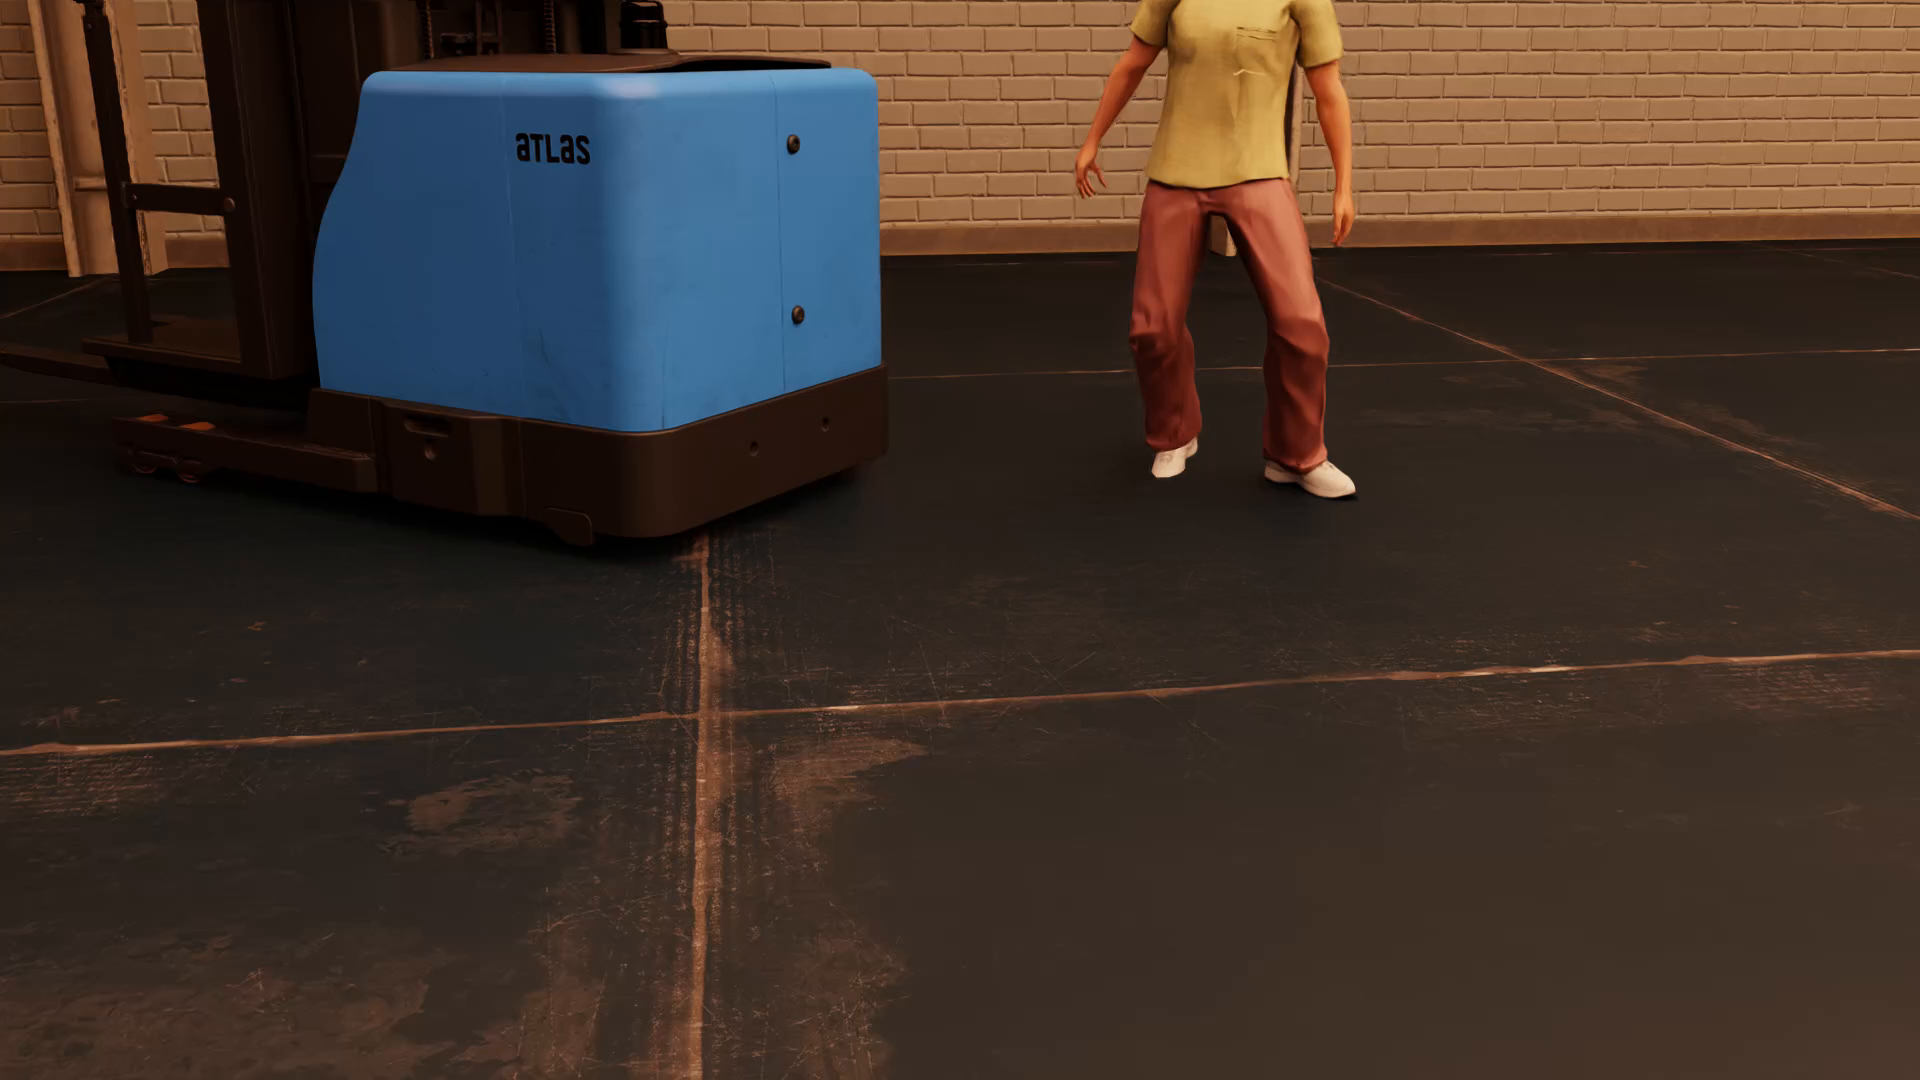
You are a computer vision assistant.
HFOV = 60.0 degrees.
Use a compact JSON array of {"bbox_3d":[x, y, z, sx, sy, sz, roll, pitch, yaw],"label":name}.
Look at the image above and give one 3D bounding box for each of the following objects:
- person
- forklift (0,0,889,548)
[{"bbox_3d":[0.680,-0.918,4.310,0.816,1.646,0.480,7,18,21],"label":"person"},{"bbox_3d":[-1.729,-1.676,4.447,3.031,2.935,1.130,9,19,29],"label":"forklift"}]
